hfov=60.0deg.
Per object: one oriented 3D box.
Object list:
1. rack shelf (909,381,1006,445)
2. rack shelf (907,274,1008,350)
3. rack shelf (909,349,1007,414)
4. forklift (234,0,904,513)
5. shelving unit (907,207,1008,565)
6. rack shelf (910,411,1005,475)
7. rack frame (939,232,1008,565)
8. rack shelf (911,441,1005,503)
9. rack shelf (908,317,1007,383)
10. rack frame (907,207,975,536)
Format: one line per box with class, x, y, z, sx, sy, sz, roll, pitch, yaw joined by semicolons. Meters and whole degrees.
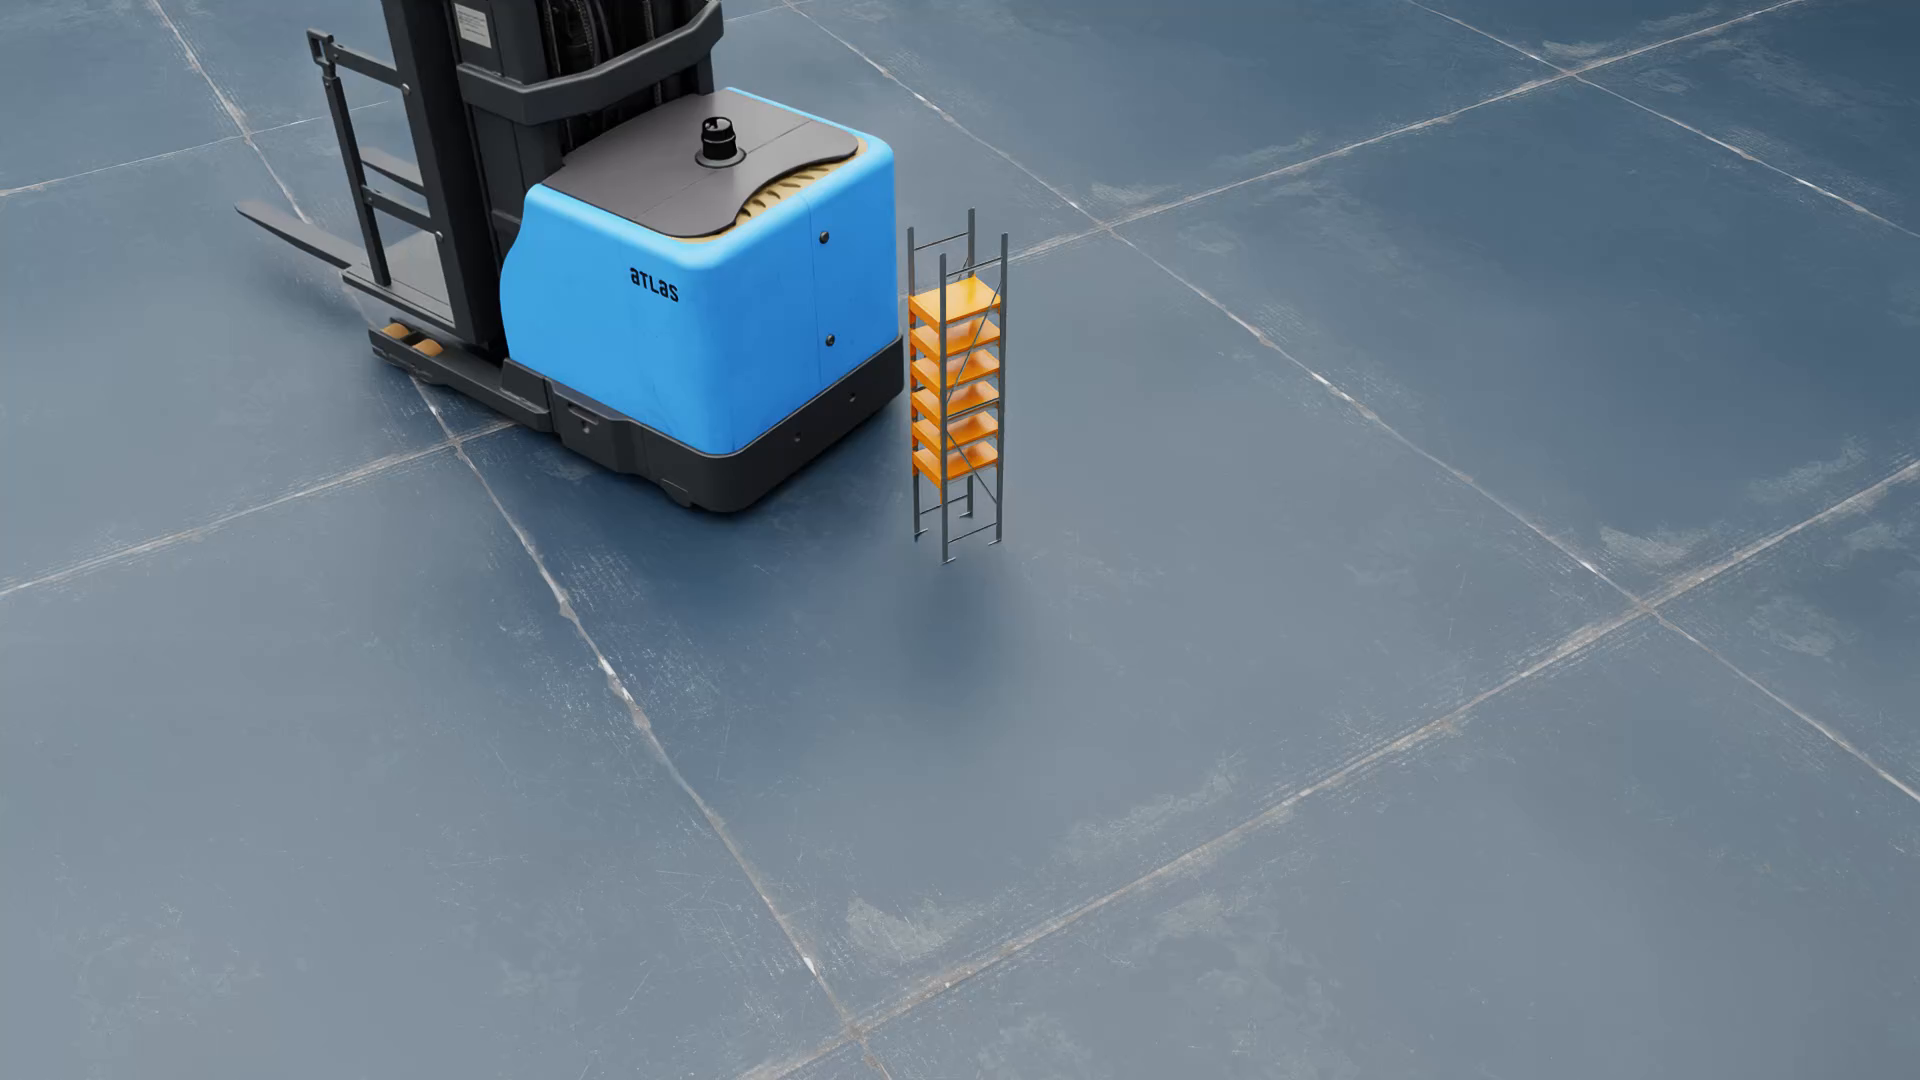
rack shelf;-0.008;-0.435;5.404;0.258;0.103;0.180;-22;45;-24
rack shelf;-0.008;-0.711;5.173;0.258;0.103;0.180;-22;45;-24
rack shelf;-0.008;-0.527;5.327;0.258;0.103;0.180;-22;45;-24
forklift;-1.699;-1.985;5.842;3.031;2.935;1.130;25;46;27
shelving unit;-0.008;-0.469;5.375;0.258;1.200;0.189;-22;45;-24
rack shelf;-0.008;-0.342;5.481;0.258;0.103;0.180;-22;45;-24
rack frame;0.041;-0.419;5.316;0.240;1.200;0.006;-22;45;-24
rack shelf;-0.008;-0.250;5.557;0.258;0.103;0.180;-22;45;-24
rack shelf;-0.008;-0.619;5.250;0.258;0.103;0.180;-22;45;-24
rack frame;-0.057;-0.518;5.435;0.240;1.200;0.006;-22;45;-24
